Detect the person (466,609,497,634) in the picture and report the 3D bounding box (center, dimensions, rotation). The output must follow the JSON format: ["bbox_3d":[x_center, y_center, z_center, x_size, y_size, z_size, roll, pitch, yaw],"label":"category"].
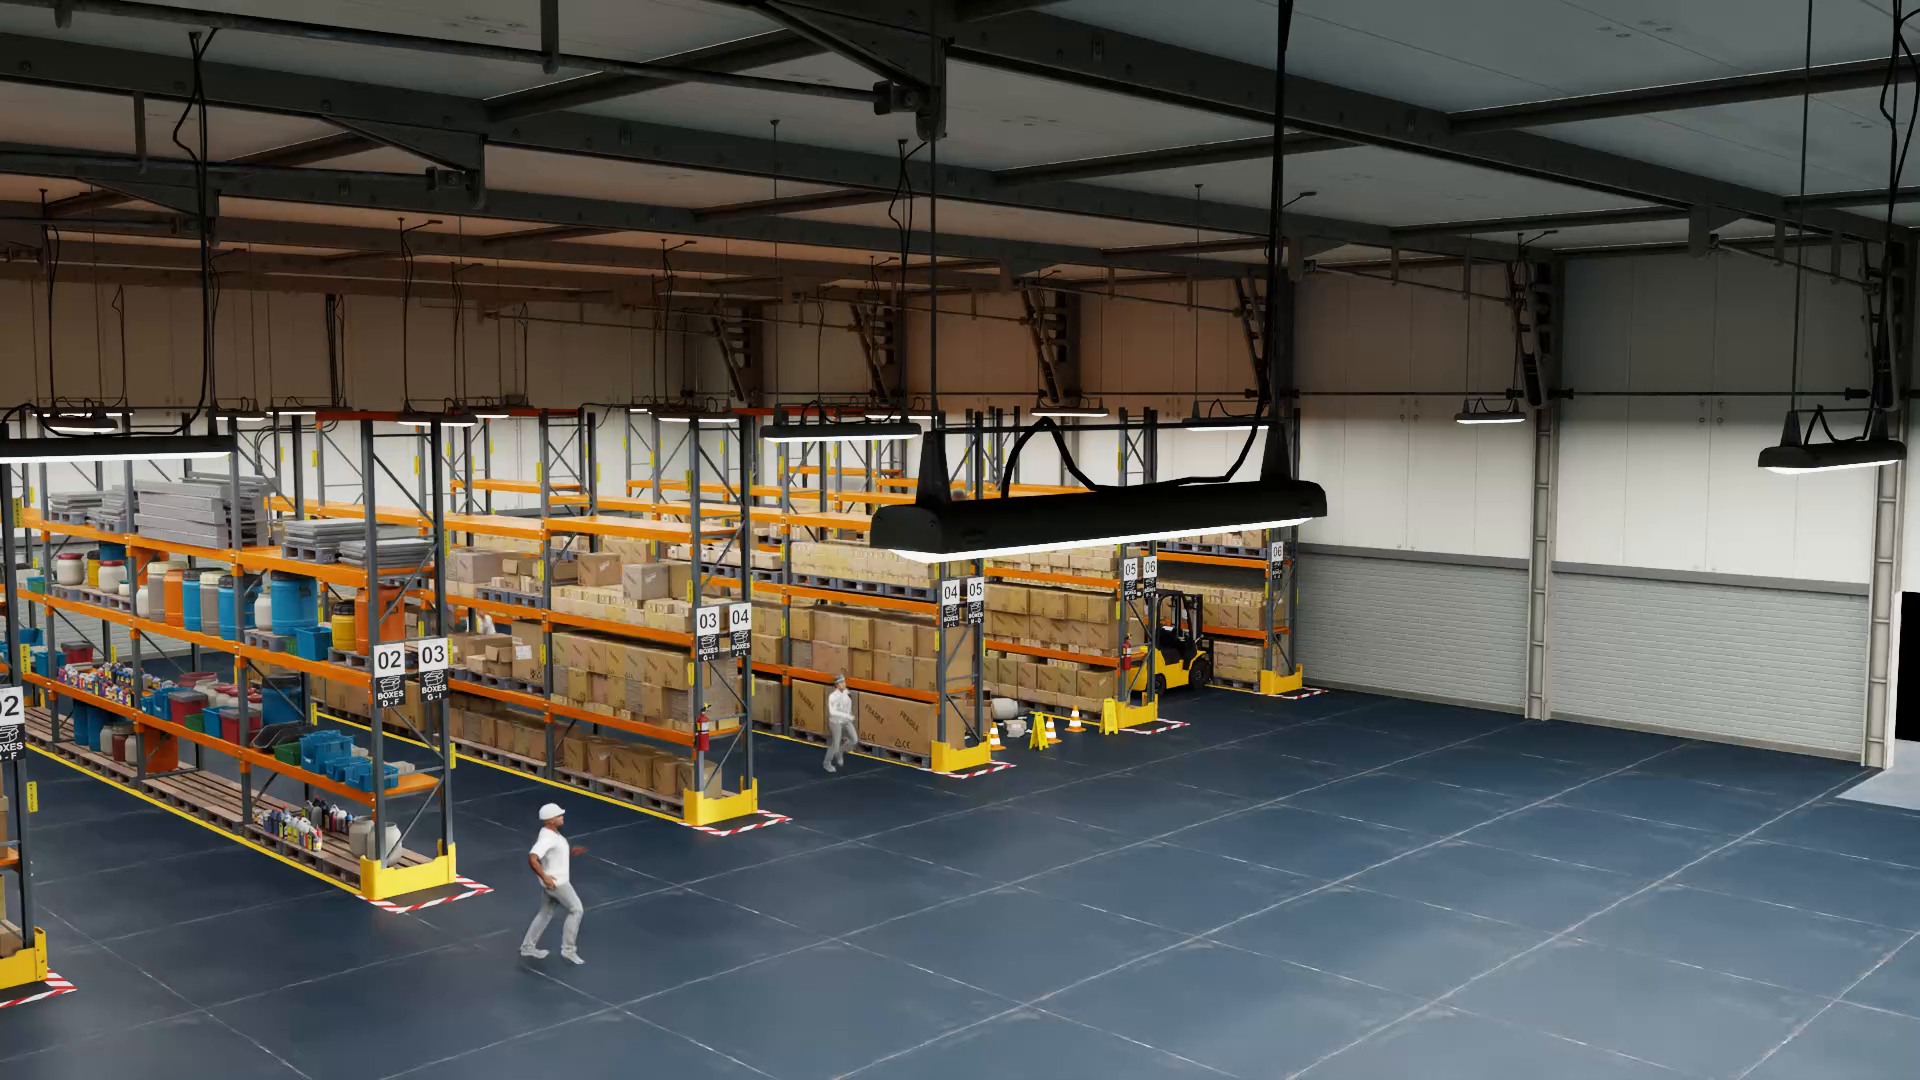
[{"bbox_3d":[-10.289,2.285,35.716,0.718,1.794,1.048,-5,7,-43],"label":"person"}]

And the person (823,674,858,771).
[{"bbox_3d":[-1.963,3.044,27.755,0.728,1.644,0.634,4,7,41],"label":"person"}]

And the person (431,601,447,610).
[{"bbox_3d":[-12.553,1.955,39.980,0.635,1.675,0.794,-4,6,-37],"label":"person"}]

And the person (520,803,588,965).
[{"bbox_3d":[-4.491,3.822,18.422,0.764,1.830,0.674,-2,5,-22],"label":"person"}]
